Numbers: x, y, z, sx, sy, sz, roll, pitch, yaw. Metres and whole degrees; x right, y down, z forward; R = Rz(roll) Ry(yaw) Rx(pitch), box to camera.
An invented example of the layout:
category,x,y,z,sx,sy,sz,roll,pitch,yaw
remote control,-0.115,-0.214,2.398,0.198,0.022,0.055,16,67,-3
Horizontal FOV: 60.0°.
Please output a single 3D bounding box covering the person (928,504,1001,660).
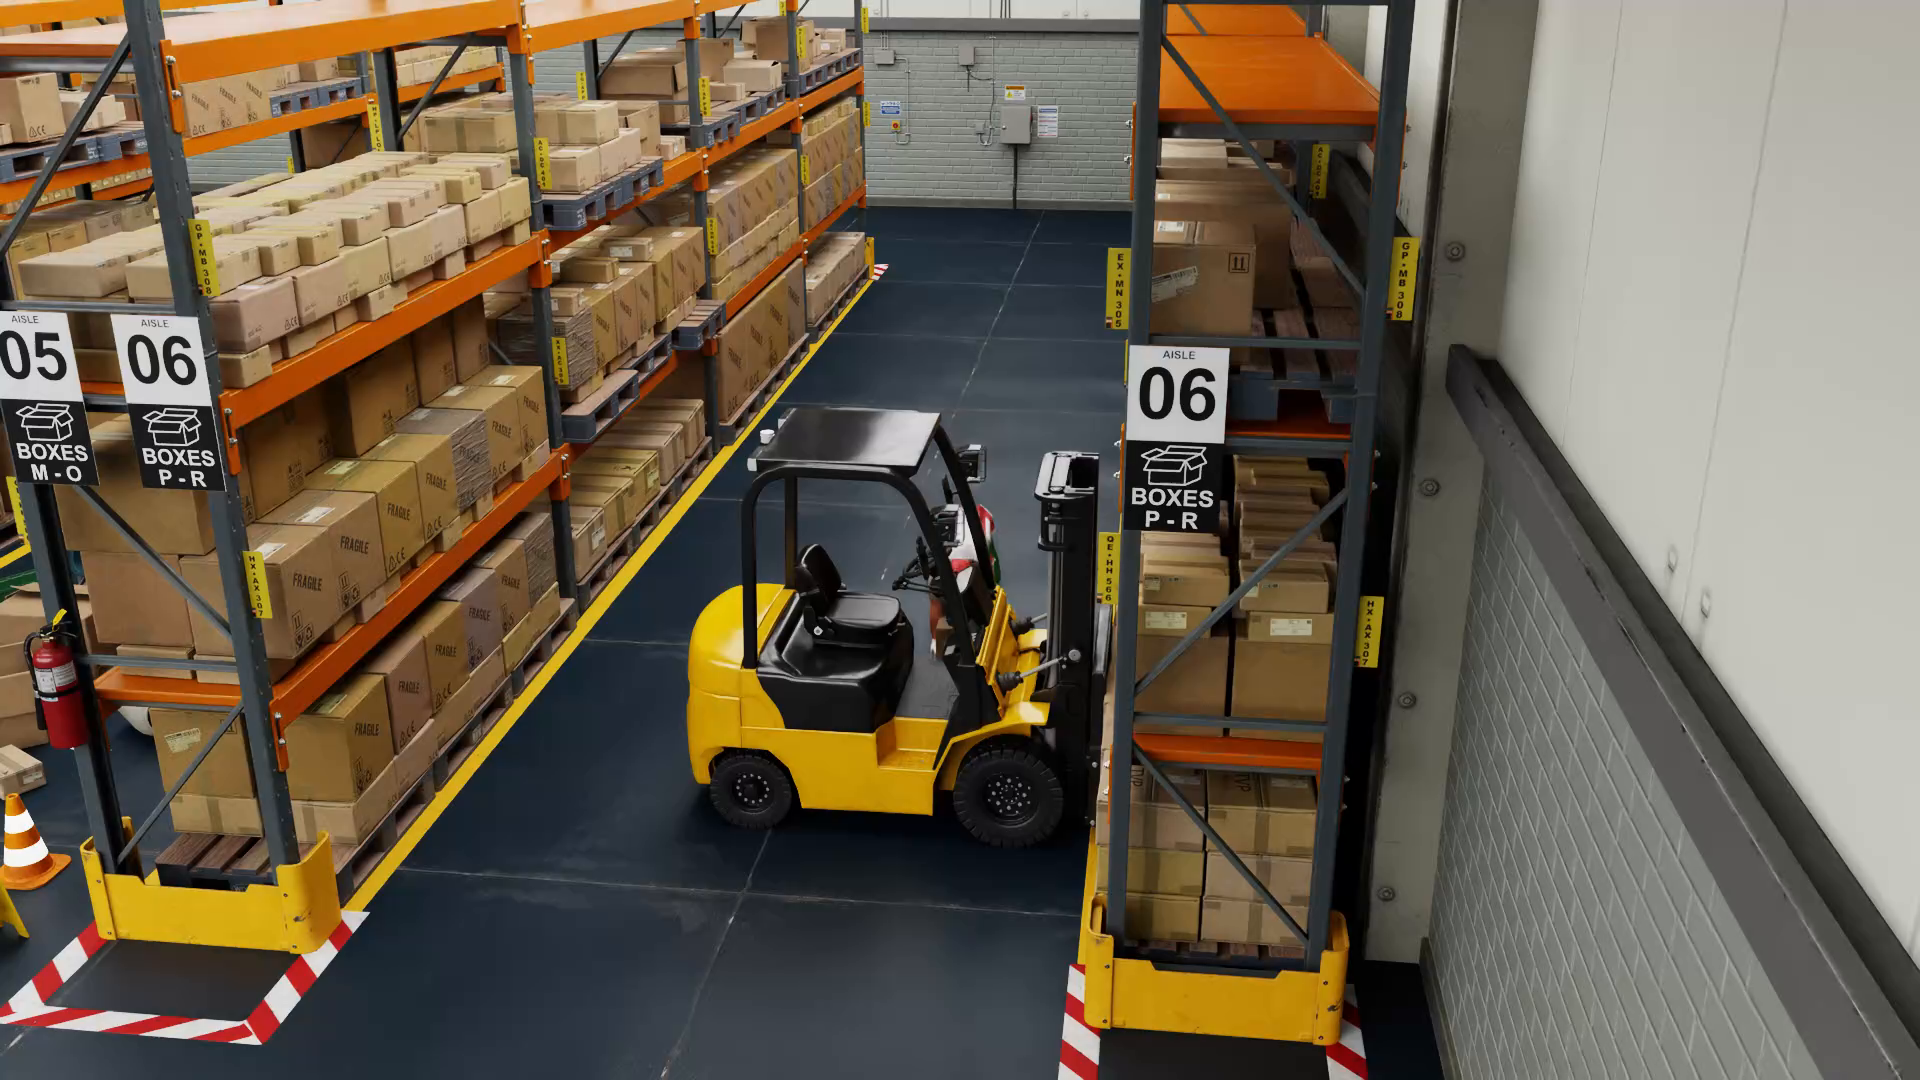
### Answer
category,x,y,z,sx,sy,sz,roll,pitch,yaw
person,0.017,0.330,11.247,0.510,1.024,0.955,1,21,4
